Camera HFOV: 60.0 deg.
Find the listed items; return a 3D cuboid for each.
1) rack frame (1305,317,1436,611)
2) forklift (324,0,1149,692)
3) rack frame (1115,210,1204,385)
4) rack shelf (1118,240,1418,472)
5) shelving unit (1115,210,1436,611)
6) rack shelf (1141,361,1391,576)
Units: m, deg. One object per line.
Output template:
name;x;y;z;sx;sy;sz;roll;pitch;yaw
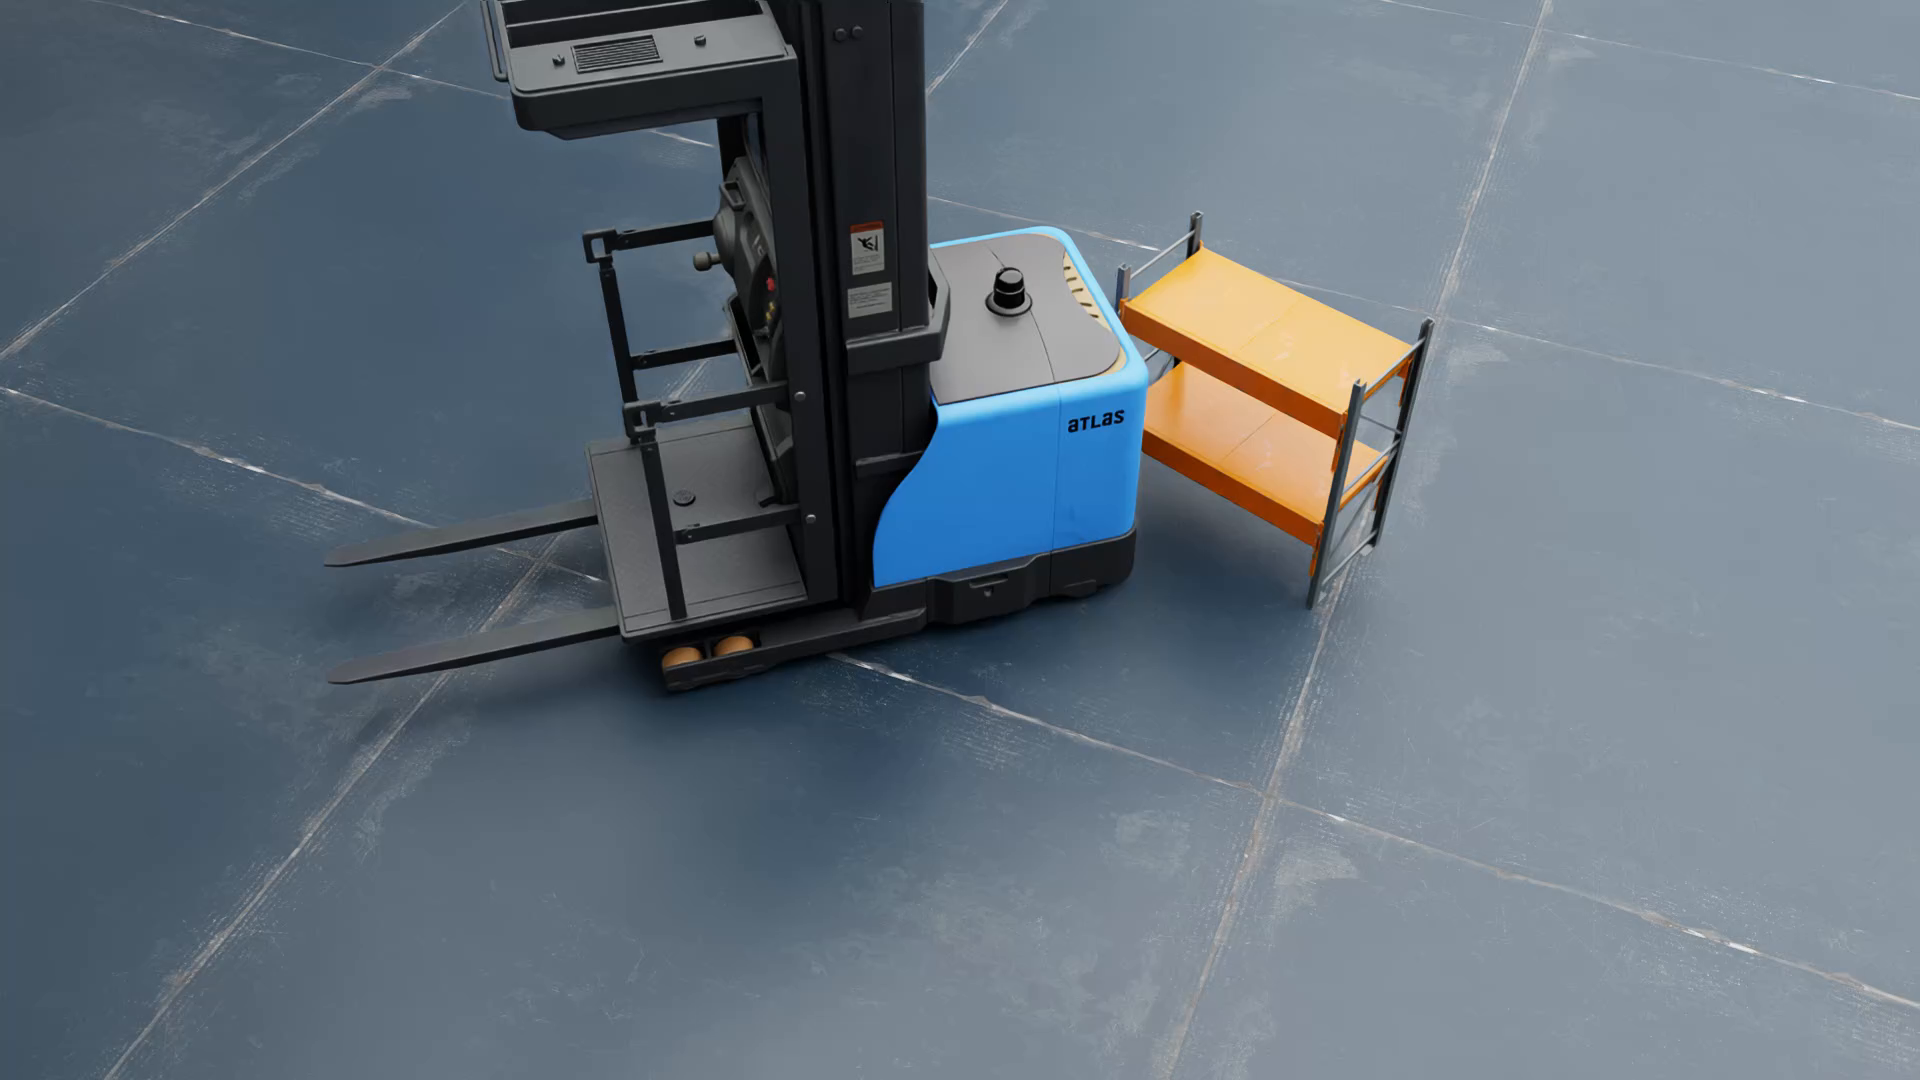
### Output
rack frame;1.524;-0.262;6.216;0.032;1.125;0.500;32;53;28
forklift;-0.893;-0.899;5.575;3.031;2.935;1.130;-12;46;-11
rack frame;0.764;-0.739;6.695;0.032;1.125;0.500;32;53;28
rack shelf;1.144;-0.708;6.249;1.000;0.278;0.538;32;53;28
shelving unit;1.144;-0.501;6.456;1.048;1.125;0.538;32;53;28
rack shelf;1.144;-0.327;6.628;1.000;0.278;0.538;32;53;28
